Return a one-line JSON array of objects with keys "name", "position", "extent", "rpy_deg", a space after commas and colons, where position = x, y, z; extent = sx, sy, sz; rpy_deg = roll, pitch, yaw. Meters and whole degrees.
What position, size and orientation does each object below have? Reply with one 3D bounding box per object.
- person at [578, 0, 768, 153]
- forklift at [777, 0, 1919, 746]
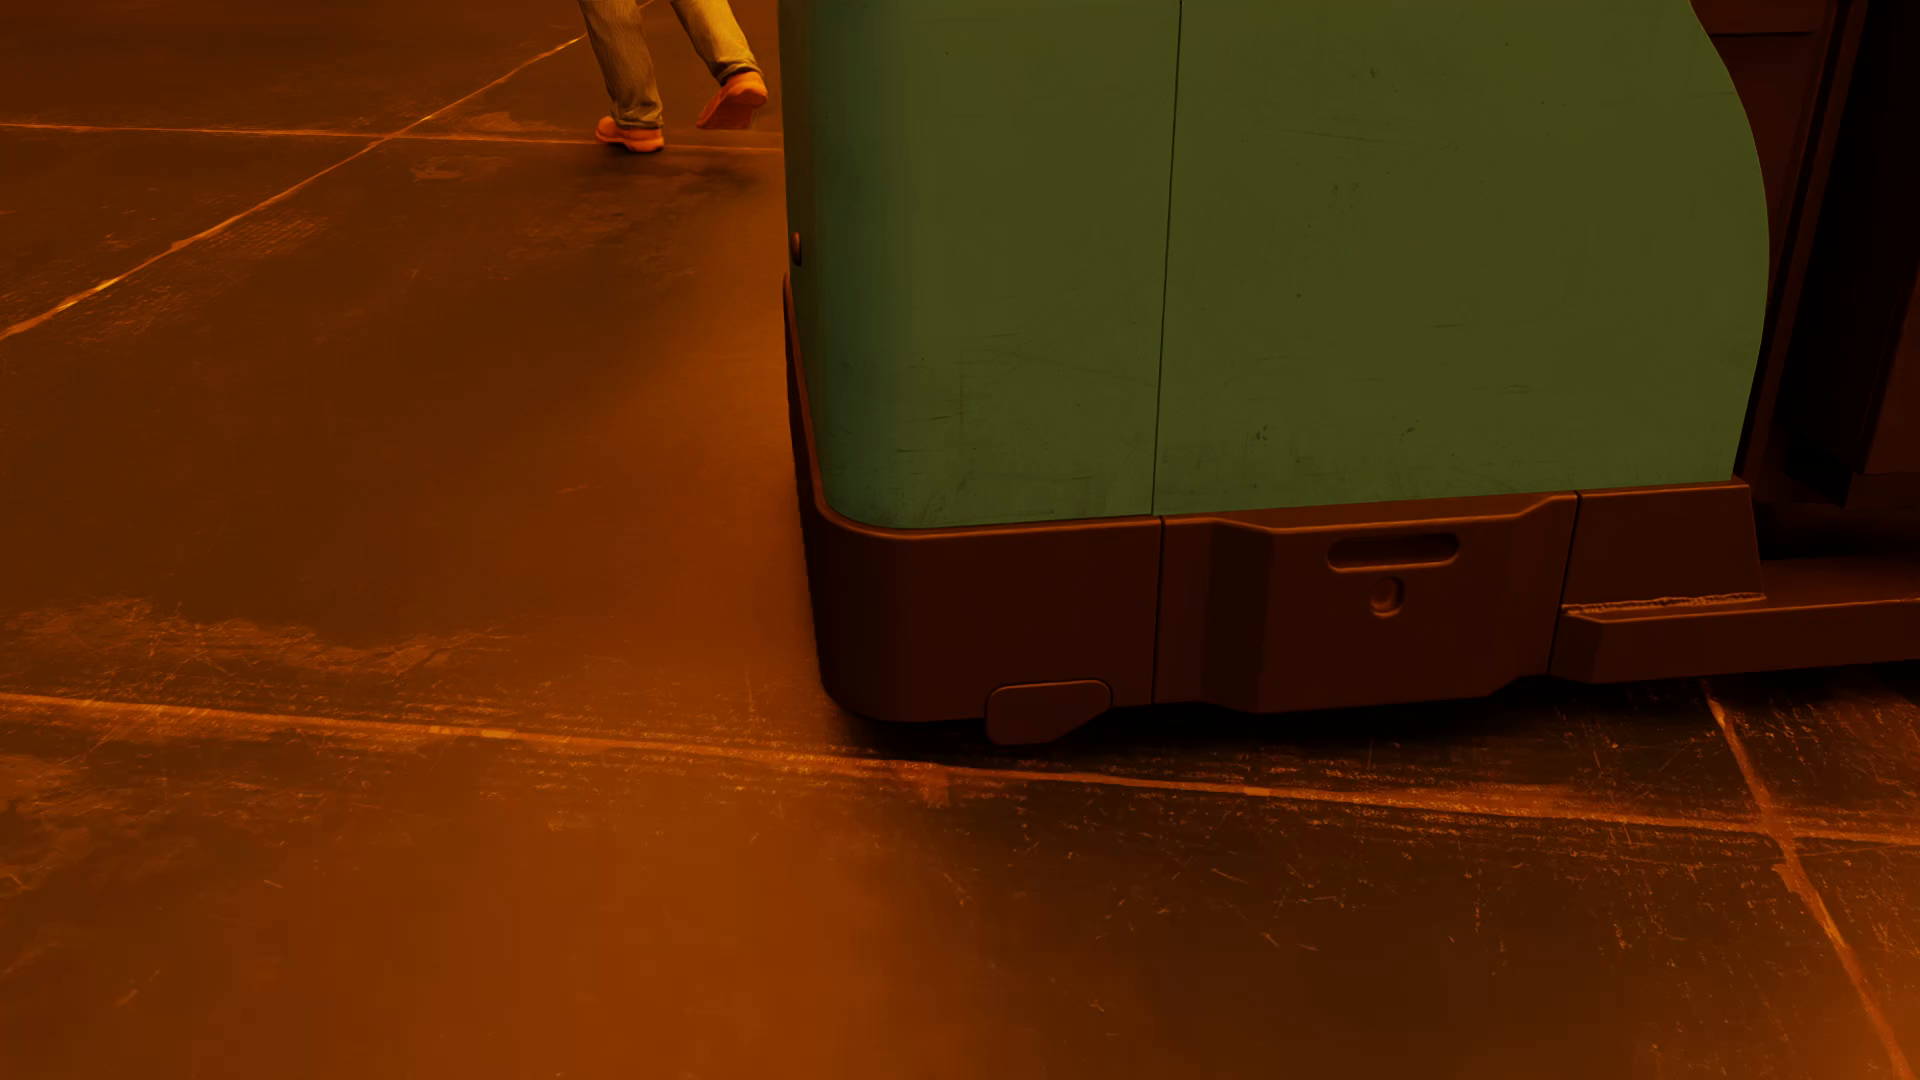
[{"name": "person", "position": [-0.865, -1.858, 4.319], "extent": [0.729, 1.709, 0.626], "rpy_deg": [-17, 31, -31]}, {"name": "forklift", "position": [1.278, -1.355, 1.933], "extent": [3.031, 2.935, 1.130], "rpy_deg": [-4, 27, -7]}]
